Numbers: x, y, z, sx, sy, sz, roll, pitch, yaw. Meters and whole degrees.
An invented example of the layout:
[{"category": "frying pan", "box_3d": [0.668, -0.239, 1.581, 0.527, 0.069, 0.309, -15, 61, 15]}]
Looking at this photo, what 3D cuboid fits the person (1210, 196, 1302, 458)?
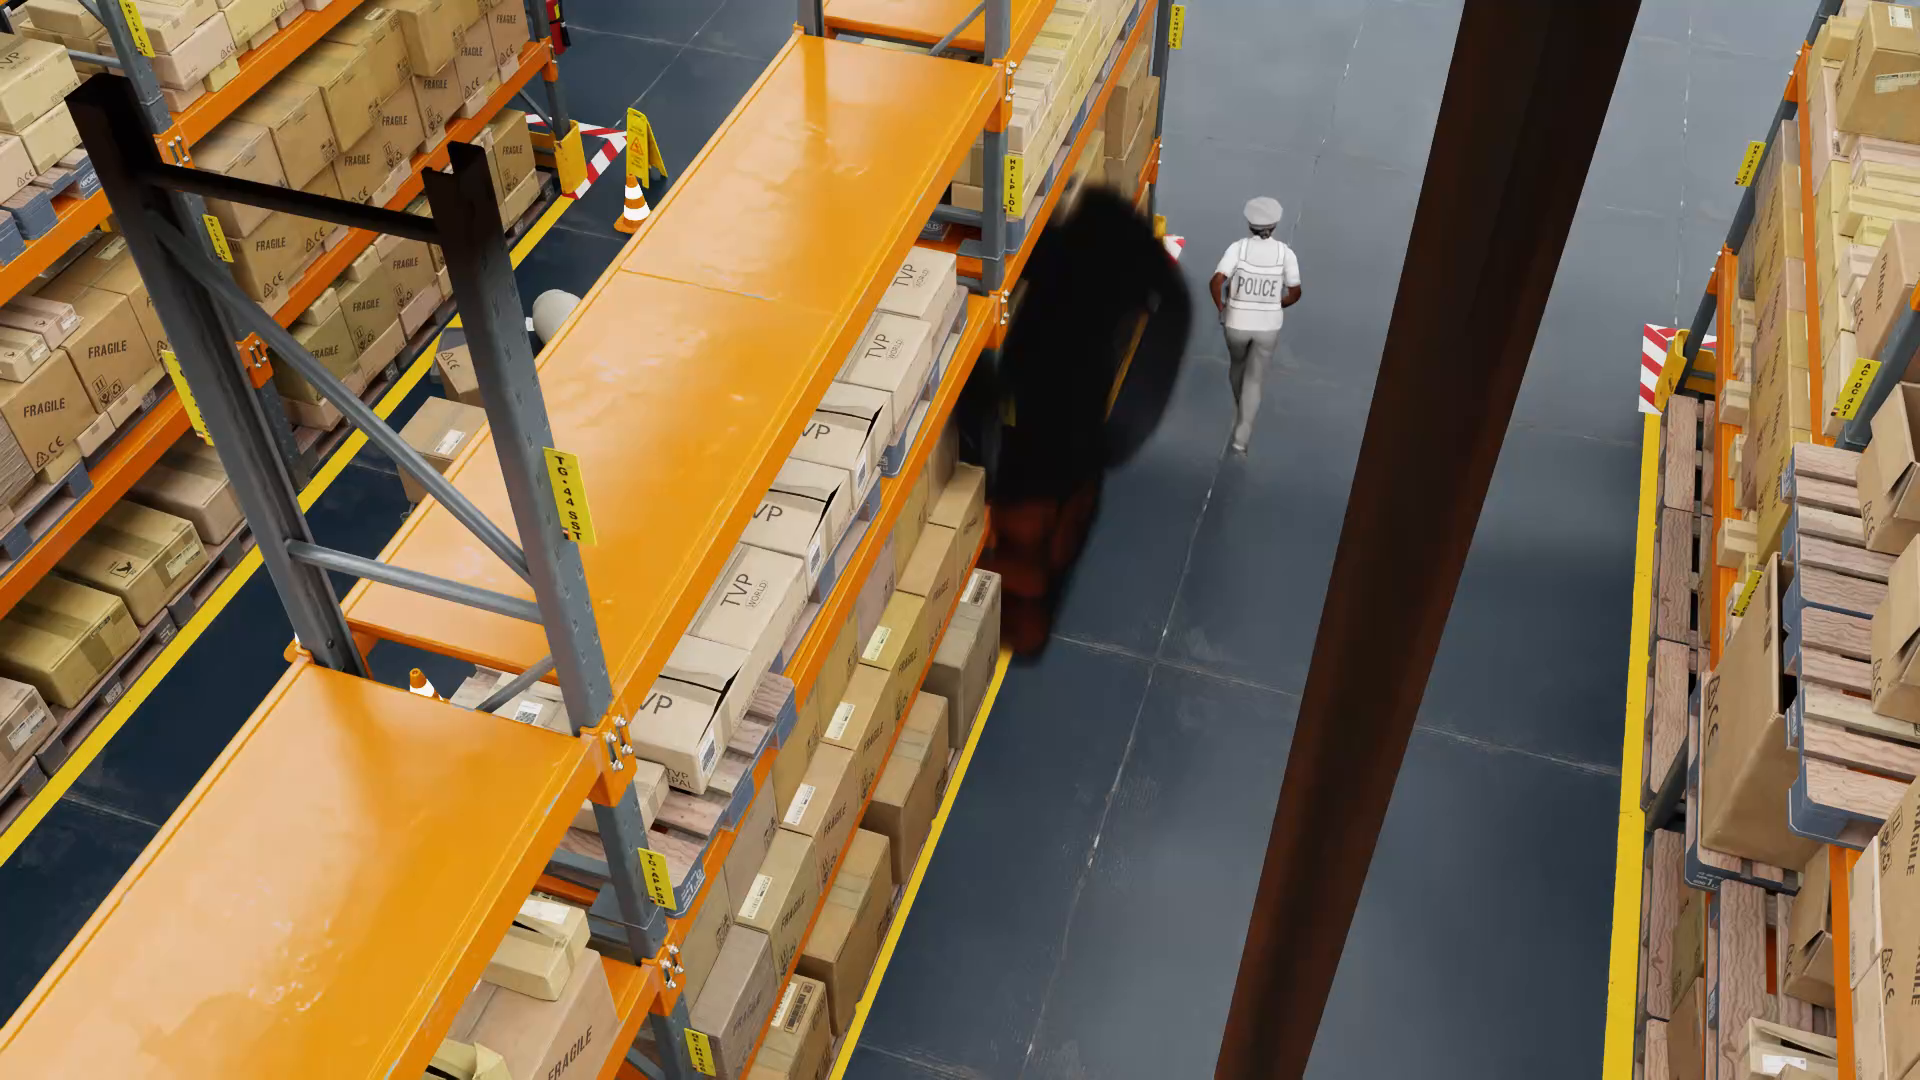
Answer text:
[{"category": "person", "box_3d": [1.916, -1.326, 10.954, 0.570, 1.634, 0.914, 5, 46, 5]}]
